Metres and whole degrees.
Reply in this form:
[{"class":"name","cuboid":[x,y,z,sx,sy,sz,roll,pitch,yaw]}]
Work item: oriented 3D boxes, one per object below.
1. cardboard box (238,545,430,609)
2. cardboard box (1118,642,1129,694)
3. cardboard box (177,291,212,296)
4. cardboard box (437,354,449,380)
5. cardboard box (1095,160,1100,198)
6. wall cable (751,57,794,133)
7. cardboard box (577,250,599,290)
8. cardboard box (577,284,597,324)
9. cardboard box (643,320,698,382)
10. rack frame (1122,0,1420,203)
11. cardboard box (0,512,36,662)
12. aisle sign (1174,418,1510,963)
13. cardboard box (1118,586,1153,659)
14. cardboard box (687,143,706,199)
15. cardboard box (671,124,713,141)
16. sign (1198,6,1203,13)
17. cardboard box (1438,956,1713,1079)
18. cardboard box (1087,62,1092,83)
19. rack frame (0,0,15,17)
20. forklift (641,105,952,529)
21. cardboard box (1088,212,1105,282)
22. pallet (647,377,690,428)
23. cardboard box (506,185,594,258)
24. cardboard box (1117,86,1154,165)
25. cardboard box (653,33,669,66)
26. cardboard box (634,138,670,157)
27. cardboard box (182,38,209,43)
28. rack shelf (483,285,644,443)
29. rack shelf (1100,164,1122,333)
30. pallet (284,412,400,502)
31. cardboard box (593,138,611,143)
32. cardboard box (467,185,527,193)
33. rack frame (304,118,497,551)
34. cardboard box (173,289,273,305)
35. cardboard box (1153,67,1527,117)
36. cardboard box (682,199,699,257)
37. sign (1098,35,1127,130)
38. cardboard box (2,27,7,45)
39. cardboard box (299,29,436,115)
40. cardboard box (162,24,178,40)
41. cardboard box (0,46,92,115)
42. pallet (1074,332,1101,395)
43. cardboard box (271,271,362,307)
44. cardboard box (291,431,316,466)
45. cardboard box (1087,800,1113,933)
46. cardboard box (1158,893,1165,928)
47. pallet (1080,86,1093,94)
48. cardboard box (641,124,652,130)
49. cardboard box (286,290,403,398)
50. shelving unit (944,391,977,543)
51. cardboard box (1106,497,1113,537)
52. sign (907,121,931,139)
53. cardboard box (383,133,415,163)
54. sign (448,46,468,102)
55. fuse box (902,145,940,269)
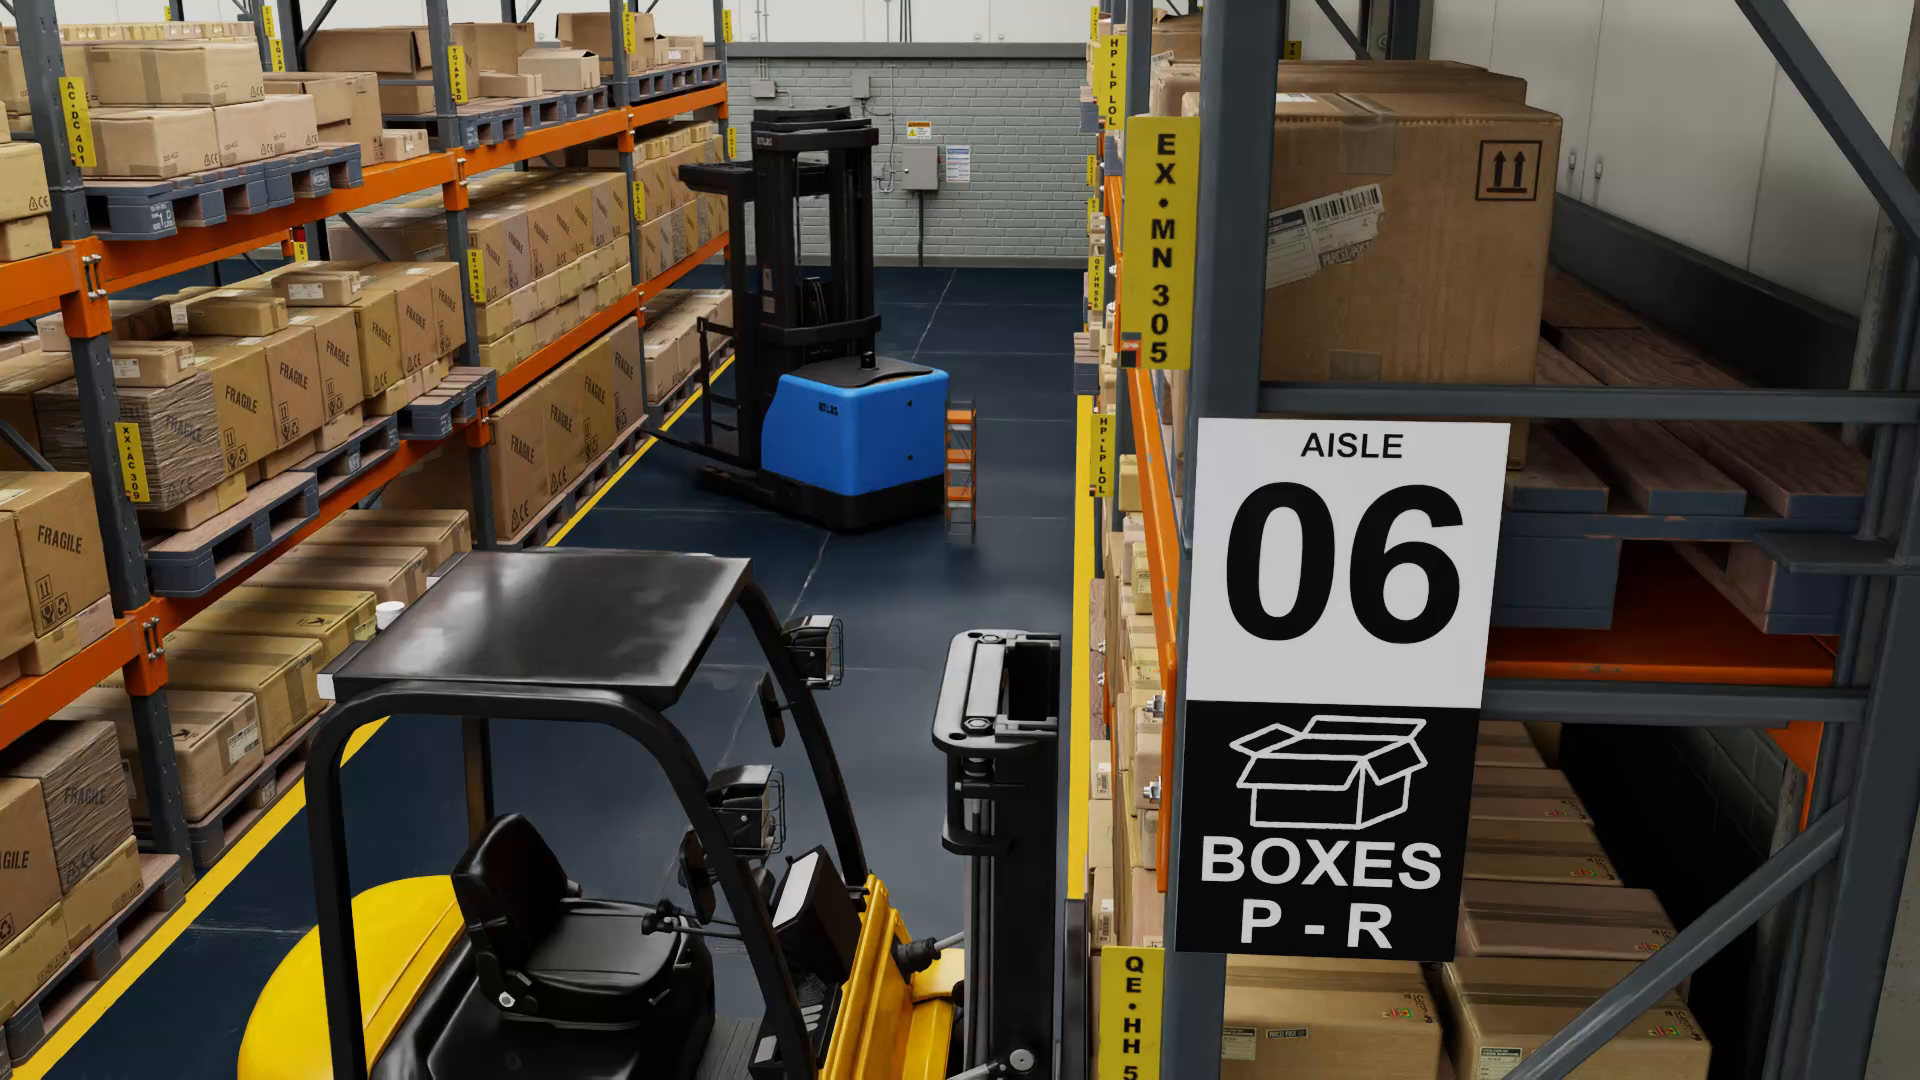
[{"class":"cardboard box","cuboid":[-3.671,0.302,9.729,0.950,0.372,0.625,1,18,3]},{"class":"cardboard box","cuboid":[0.741,0.604,5.100,0.500,0.500,0.500,1,18,3]},{"class":"cardboard box","cuboid":[-8.222,-2.599,17.987,0.380,0.149,0.250,2,18,5]},{"class":"cardboard box","cuboid":[-3.311,-1.040,10.007,0.380,0.149,0.250,2,18,5]},{"class":"cardboard box","cuboid":[1.541,-3.352,15.894,0.500,0.500,0.500,2,18,5]},{"class":"wall cable","cuboid":[-2.621,-5.885,23.385,0.585,1.953,0.123,1,18,4]},{"class":"cardboard box","cuboid":[-3.137,-2.101,12.956,0.500,0.250,0.500,2,18,5]},{"class":"cardboard box","cuboid":[-3.162,-1.863,13.032,0.500,0.250,0.500,1,18,2]},{"class":"cardboard box","cuboid":[-3.073,-1.846,16.181,0.875,0.438,0.875,1,18,2]},{"class":"rack frame","cuboid":[1.089,-2.650,5.559,1.000,3.000,0.127,1,18,4]},{"class":"cardboard box","cuboid":[-3.676,0.206,5.840,0.500,0.500,0.500,2,18,6]},{"class":"aisle sign","cuboid":[0.505,0.221,2.255,0.394,0.787,0.004,1,18,4]},{"class":"cardboard box","cuboid":[0.684,0.256,5.121,0.380,0.149,0.250,1,18,3]},{"class":"cardboard box","cuboid":[-2.846,-3.687,16.592,0.500,0.500,0.500,1,18,4]},{"class":"cardboard box","cuboid":[-2.756,-4.190,17.084,0.380,0.149,0.250,1,18,3]},{"class":"sign","cuboid":[2.502,-5.354,17.206,0.100,0.325,0.005,1,18,4]},{"class":"cardboard box","cuboid":[1.040,0.846,2.843,0.380,0.149,0.250,1,18,3]},{"class":"cardboard box","cuboid":[1.191,-3.674,13.068,0.380,0.149,0.250,1,18,5]},{"class":"rack frame","cuboid":[-8.233,-5.324,13.718,1.000,3.000,0.127,1,18,4]},{"class":"forklift","cuboid":[-1.434,-1.852,12.869,1.130,2.935,3.031,-16,24,-40]},{"class":"cardboard box","cuboid":[1.405,-2.386,13.552,0.700,0.500,0.500,2,18,5]},{"class":"pallet","cuboid":[-3.156,-1.303,15.561,1.003,0.211,1.213,1,18,4]},{"class":"cardboard box","cuboid":[-3.156,-2.454,12.829,0.500,0.500,0.500,2,18,6]},{"class":"cardboard box","cuboid":[0.898,-1.660,6.662,0.500,0.311,0.500,1,18,2]},{"class":"cardboard box","cuboid":[-3.159,-4.802,16.253,0.500,0.311,0.500,2,18,5]},{"class":"cardboard box","cuboid":[-2.901,-3.635,15.391,0.380,0.149,0.250,1,18,2]},{"class":"cardboard box","cuboid":[-7.800,-4.840,16.498,0.500,0.250,0.500,2,18,5]},{"class":"rack shelf","cuboid":[-3.432,-1.431,12.627,1.077,0.370,4.000,1,18,4]},{"class":"rack shelf","cuboid":[1.233,-1.504,8.034,1.077,0.370,4.000,1,18,4]},{"class":"pallet","cuboid":[-3.676,-0.444,8.770,1.003,0.211,1.213,1,18,4]},{"class":"cardboard box","cuboid":[-3.447,-3.642,15.411,0.380,0.149,0.250,1,18,3]},{"class":"cardboard box","cuboid":[-3.654,-2.472,12.883,0.500,0.500,0.500,1,18,3]},{"class":"rack frame","cuboid":[-3.575,-1.151,10.620,1.000,3.000,0.127,1,18,4]},{"class":"cardboard box","cuboid":[-3.900,-1.078,9.083,0.500,0.500,0.500,2,18,5]},{"class":"cardboard box","cuboid":[0.764,-0.736,3.539,0.700,0.500,0.500,1,18,4]},{"class":"cardboard box","cuboid":[-2.874,-3.052,16.258,0.500,0.500,0.500,2,18,6]},{"class":"sign","cuboid":[0.547,-1.629,5.925,0.100,0.325,0.005,1,18,4]},{"class":"cardboard box","cuboid":[-8.484,-4.357,14.384,0.380,0.149,0.250,0,18,1]},{"class":"cardboard box","cuboid":[-3.699,-2.946,10.439,0.797,0.503,0.637,0,18,1]},{"class":"cardboard box","cuboid":[-7.809,-4.909,16.068,0.380,0.149,0.250,1,18,2]},{"class":"cardboard box","cuboid":[-3.948,-1.883,6.799,0.500,0.250,0.500,2,18,5]},{"class":"pallet","cuboid":[1.355,-1.163,10.962,1.213,0.211,1.003,1,18,4]},{"class":"cardboard box","cuboid":[-3.411,-1.334,8.821,0.380,0.149,0.250,0,18,1]},{"class":"cardboard box","cuboid":[-3.457,-0.477,8.289,0.380,0.149,0.250,1,18,4]},{"class":"cardboard box","cuboid":[0.695,1.134,5.780,0.500,0.250,0.500,1,18,4]},{"class":"cardboard box","cuboid":[0.596,0.671,3.379,0.380,0.149,0.250,2,18,5]},{"class":"pallet","cuboid":[1.546,-3.419,13.025,1.213,0.211,1.003,1,18,4]},{"class":"cardboard box","cuboid":[-3.384,-4.202,17.121,0.380,0.149,0.250,2,18,6]},{"class":"cardboard box","cuboid":[-3.392,-1.075,9.073,0.500,0.500,0.500,0,18,0]},{"class":"shelving unit","cuboid":[0.004,-0.516,11.810,0.215,1.050,0.252,1,18,4]},{"class":"cardboard box","cuboid":[0.869,-0.124,6.922,0.500,0.250,0.500,1,18,3]},{"class":"sign","cuboid":[-0.576,-5.754,23.339,0.339,0.242,0.001,1,18,4]},{"class":"cardboard box","cuboid":[-3.398,-2.277,9.642,0.380,0.149,0.250,1,18,4]},{"class":"sign","cuboid":[-3.034,-2.810,10.033,0.100,0.325,0.005,1,18,4]},{"class":"fuse box","cuboid":[-0.536,-4.683,23.468,0.539,1.711,0.414,1,18,4]}]
